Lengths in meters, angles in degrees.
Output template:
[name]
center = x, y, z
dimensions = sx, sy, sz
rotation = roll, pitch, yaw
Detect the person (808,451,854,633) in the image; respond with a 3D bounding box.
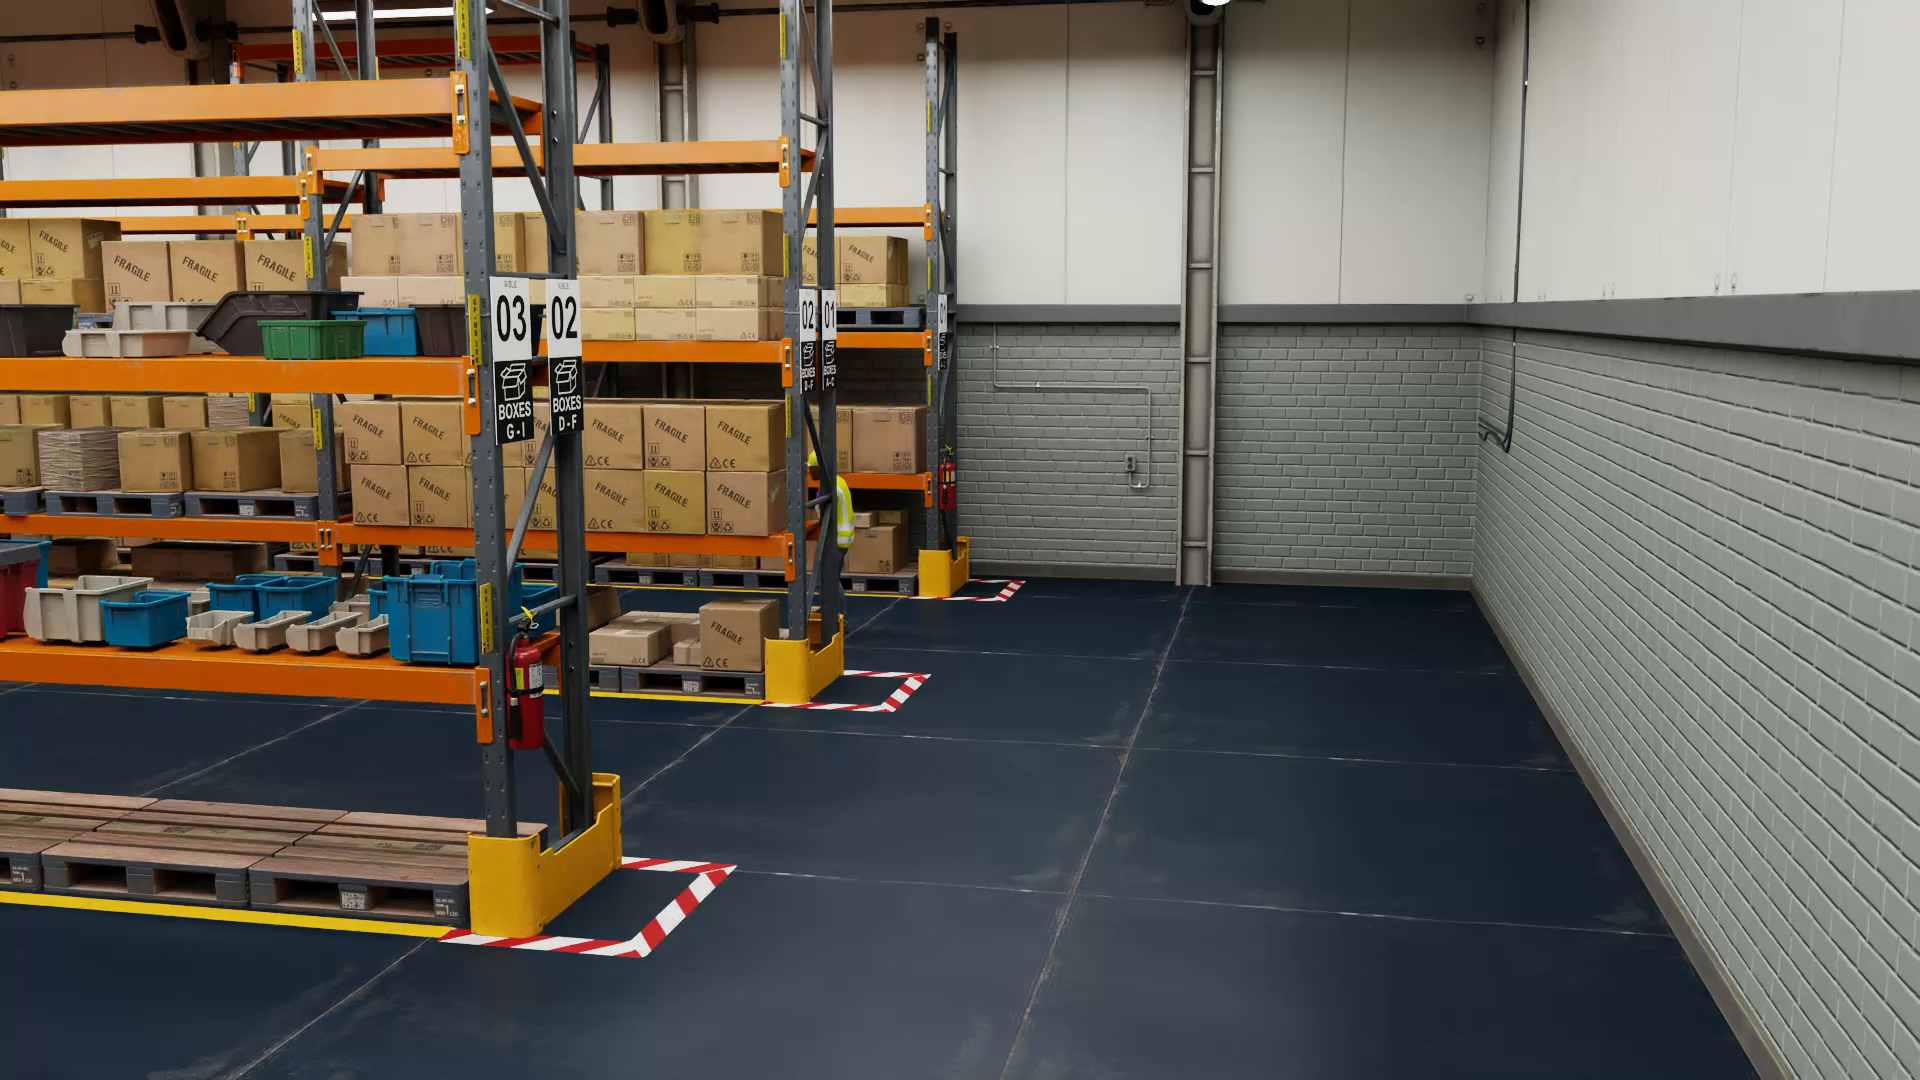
[person]
center = -1.226, 0.027, 15.554
dimensions = 0.463, 1.759, 0.626
rotation = 1, 8, 9
